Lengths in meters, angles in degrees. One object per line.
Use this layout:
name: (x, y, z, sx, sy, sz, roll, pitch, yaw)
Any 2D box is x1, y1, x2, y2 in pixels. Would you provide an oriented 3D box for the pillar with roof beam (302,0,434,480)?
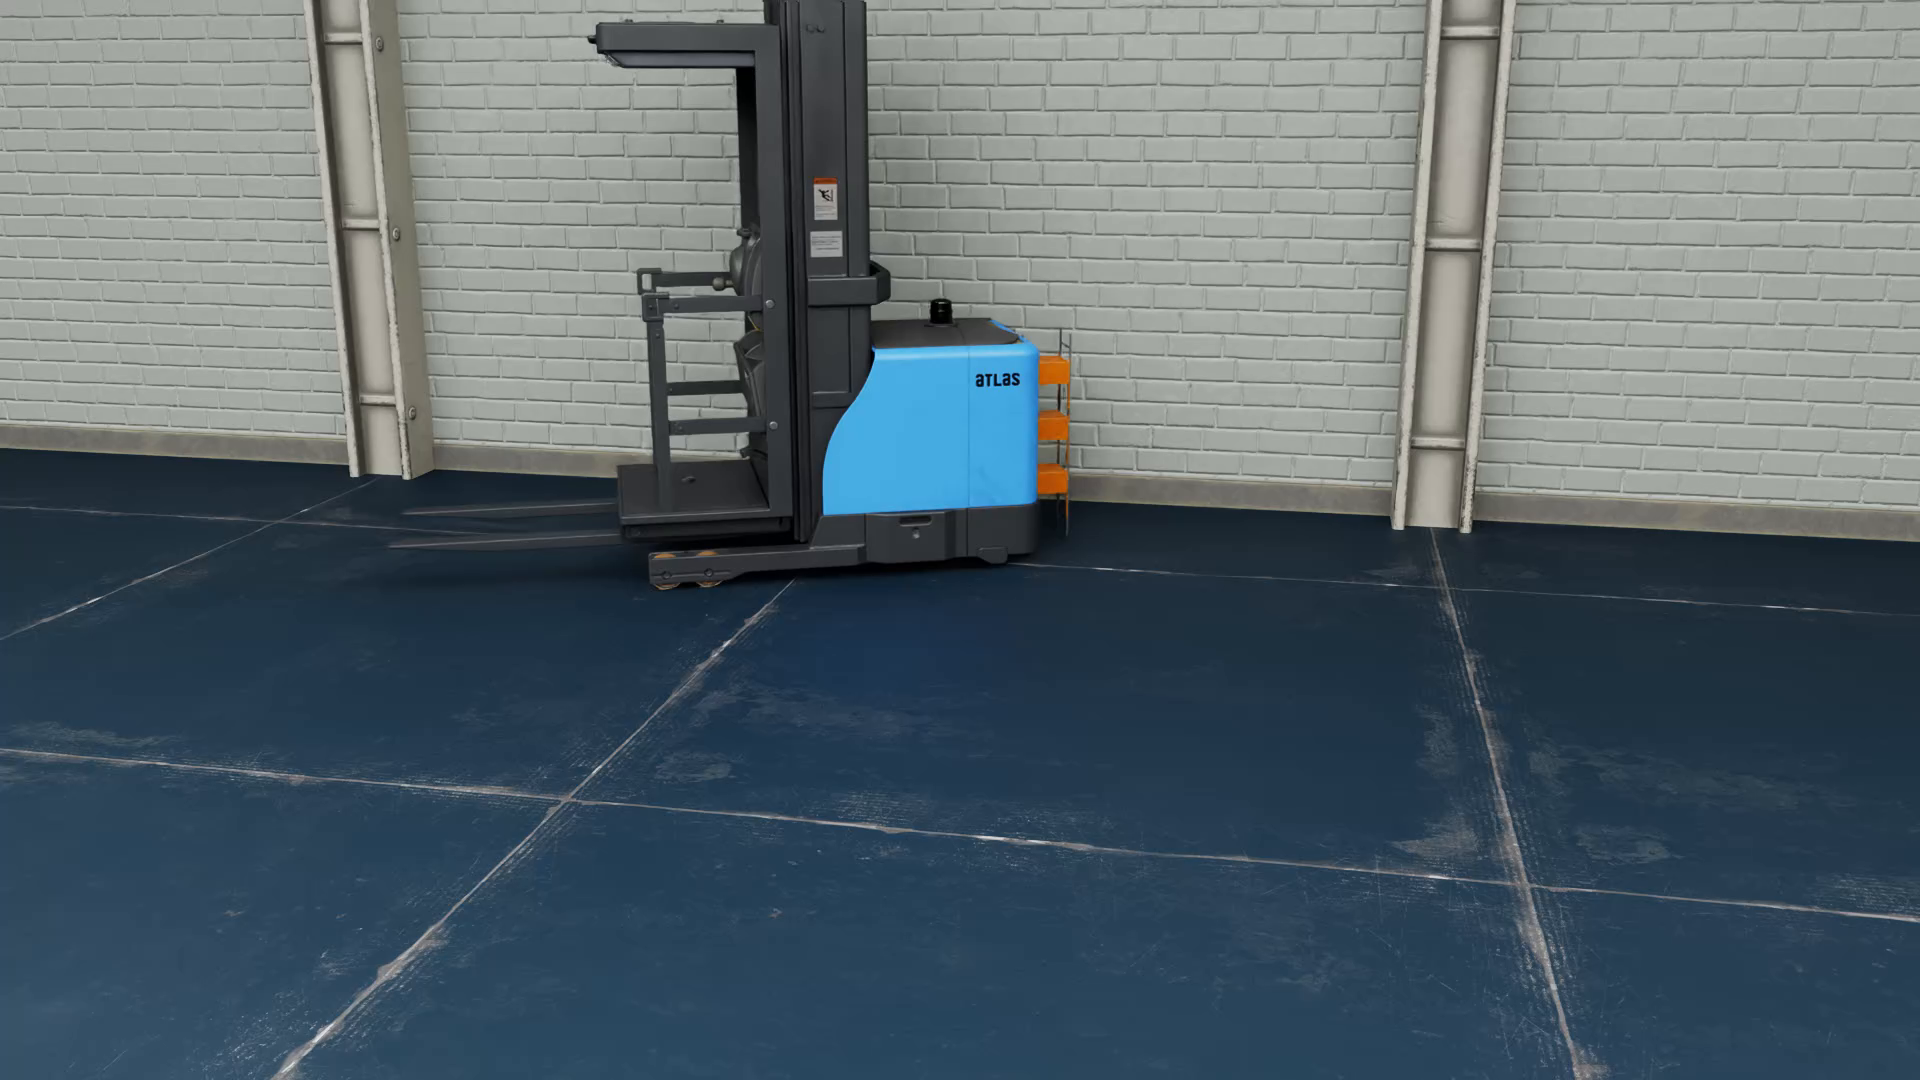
pillar with roof beam: (-4.249, -3.617, 4.691, 0.400, 9.000, 9.100, 3, 16, 11)

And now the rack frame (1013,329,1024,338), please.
rack frame: (0.291, -0.532, 8.447, 0.008, 1.050, 0.200, -3, 16, -11)

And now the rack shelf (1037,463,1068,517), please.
rack shelf: (0.410, -0.261, 8.549, 0.240, 0.259, 0.215, -3, 16, -11)

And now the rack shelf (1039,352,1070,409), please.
rack shelf: (0.410, -0.802, 8.399, 0.240, 0.259, 0.215, -3, 16, -11)

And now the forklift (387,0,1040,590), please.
forklift: (-1.185, -1.337, 7.827, 3.031, 2.935, 1.130, -3, 16, -11)

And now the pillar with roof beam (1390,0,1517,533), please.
pillar with roof beam: (1.630, -3.297, 3.539, 0.400, 9.000, 9.100, 3, 16, 11)

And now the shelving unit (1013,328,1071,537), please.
shelving unit: (0.410, -0.539, 8.472, 0.252, 1.050, 0.215, -3, 16, -11)

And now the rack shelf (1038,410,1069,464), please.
rack shelf: (0.410, -0.529, 8.474, 0.240, 0.259, 0.215, -3, 16, -11)

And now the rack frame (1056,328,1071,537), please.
rack frame: (0.530, -0.546, 8.496, 0.008, 1.050, 0.200, -3, 16, -11)
